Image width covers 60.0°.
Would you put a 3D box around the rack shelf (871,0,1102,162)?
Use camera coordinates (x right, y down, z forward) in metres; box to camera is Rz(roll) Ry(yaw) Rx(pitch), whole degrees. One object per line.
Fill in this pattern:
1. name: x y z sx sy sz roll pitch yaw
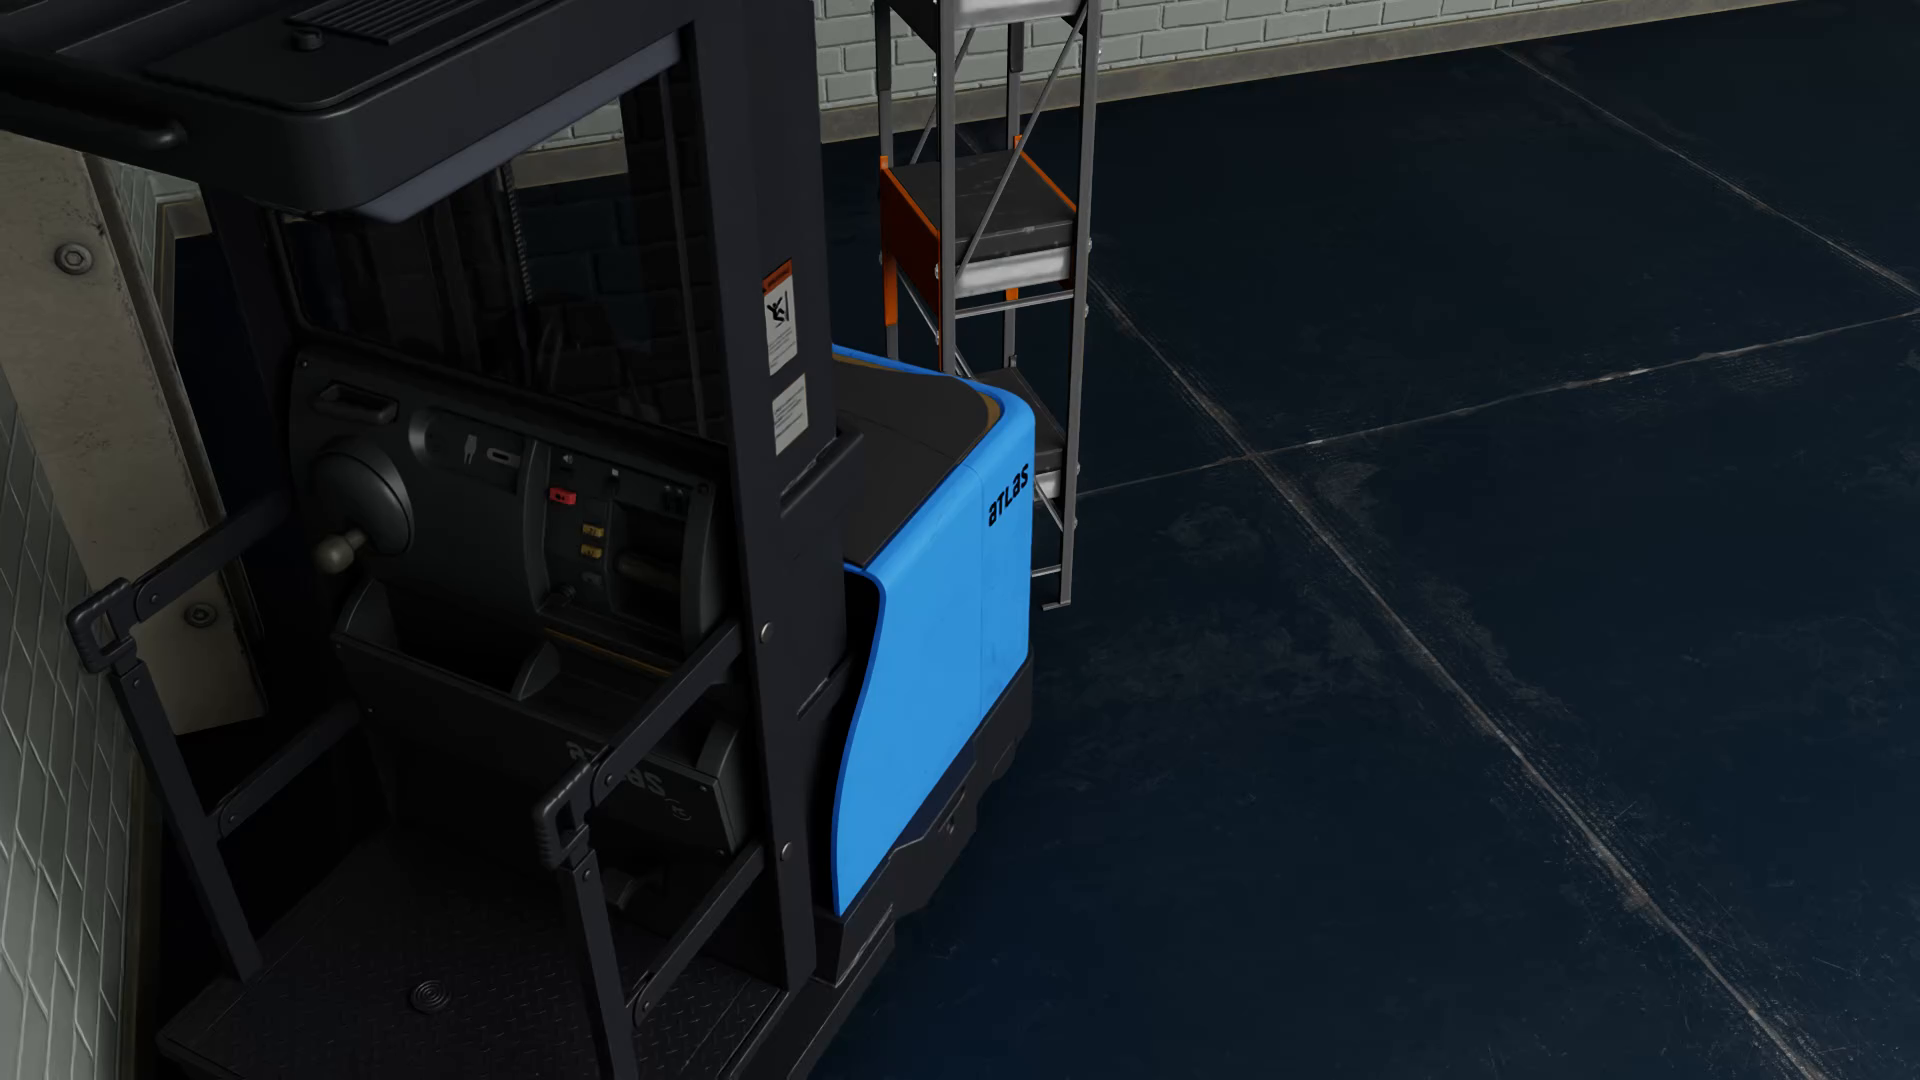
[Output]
1. rack shelf: 0.057 -1.293 4.081 0.431 0.518 0.480 -12 39 -16

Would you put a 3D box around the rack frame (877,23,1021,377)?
1. rack frame: -0.027 -0.883 4.677 0.400 2.100 0.015 -12 39 -16

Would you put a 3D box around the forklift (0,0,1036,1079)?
1. forklift: -0.923 0.007 2.805 1.130 2.935 3.031 17 40 21

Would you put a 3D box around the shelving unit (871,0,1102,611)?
1. shelving unit: 0.057 -0.745 4.494 0.431 2.100 0.503 -12 39 -16

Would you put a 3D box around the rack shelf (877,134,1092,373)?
1. rack shelf: 0.057 -0.734 4.502 0.431 0.518 0.480 -12 39 -16

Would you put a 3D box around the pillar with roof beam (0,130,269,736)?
1. pillar with roof beam: 1.913 -4.082 3.190 9.100 9.000 0.400 -12 39 -16

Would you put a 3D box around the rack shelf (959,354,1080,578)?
1. rack shelf: 0.057 -0.175 4.924 0.431 0.518 0.480 -12 39 -16

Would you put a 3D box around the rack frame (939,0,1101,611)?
1. rack frame: 0.141 -0.607 4.311 0.400 2.100 0.015 -12 39 -16
